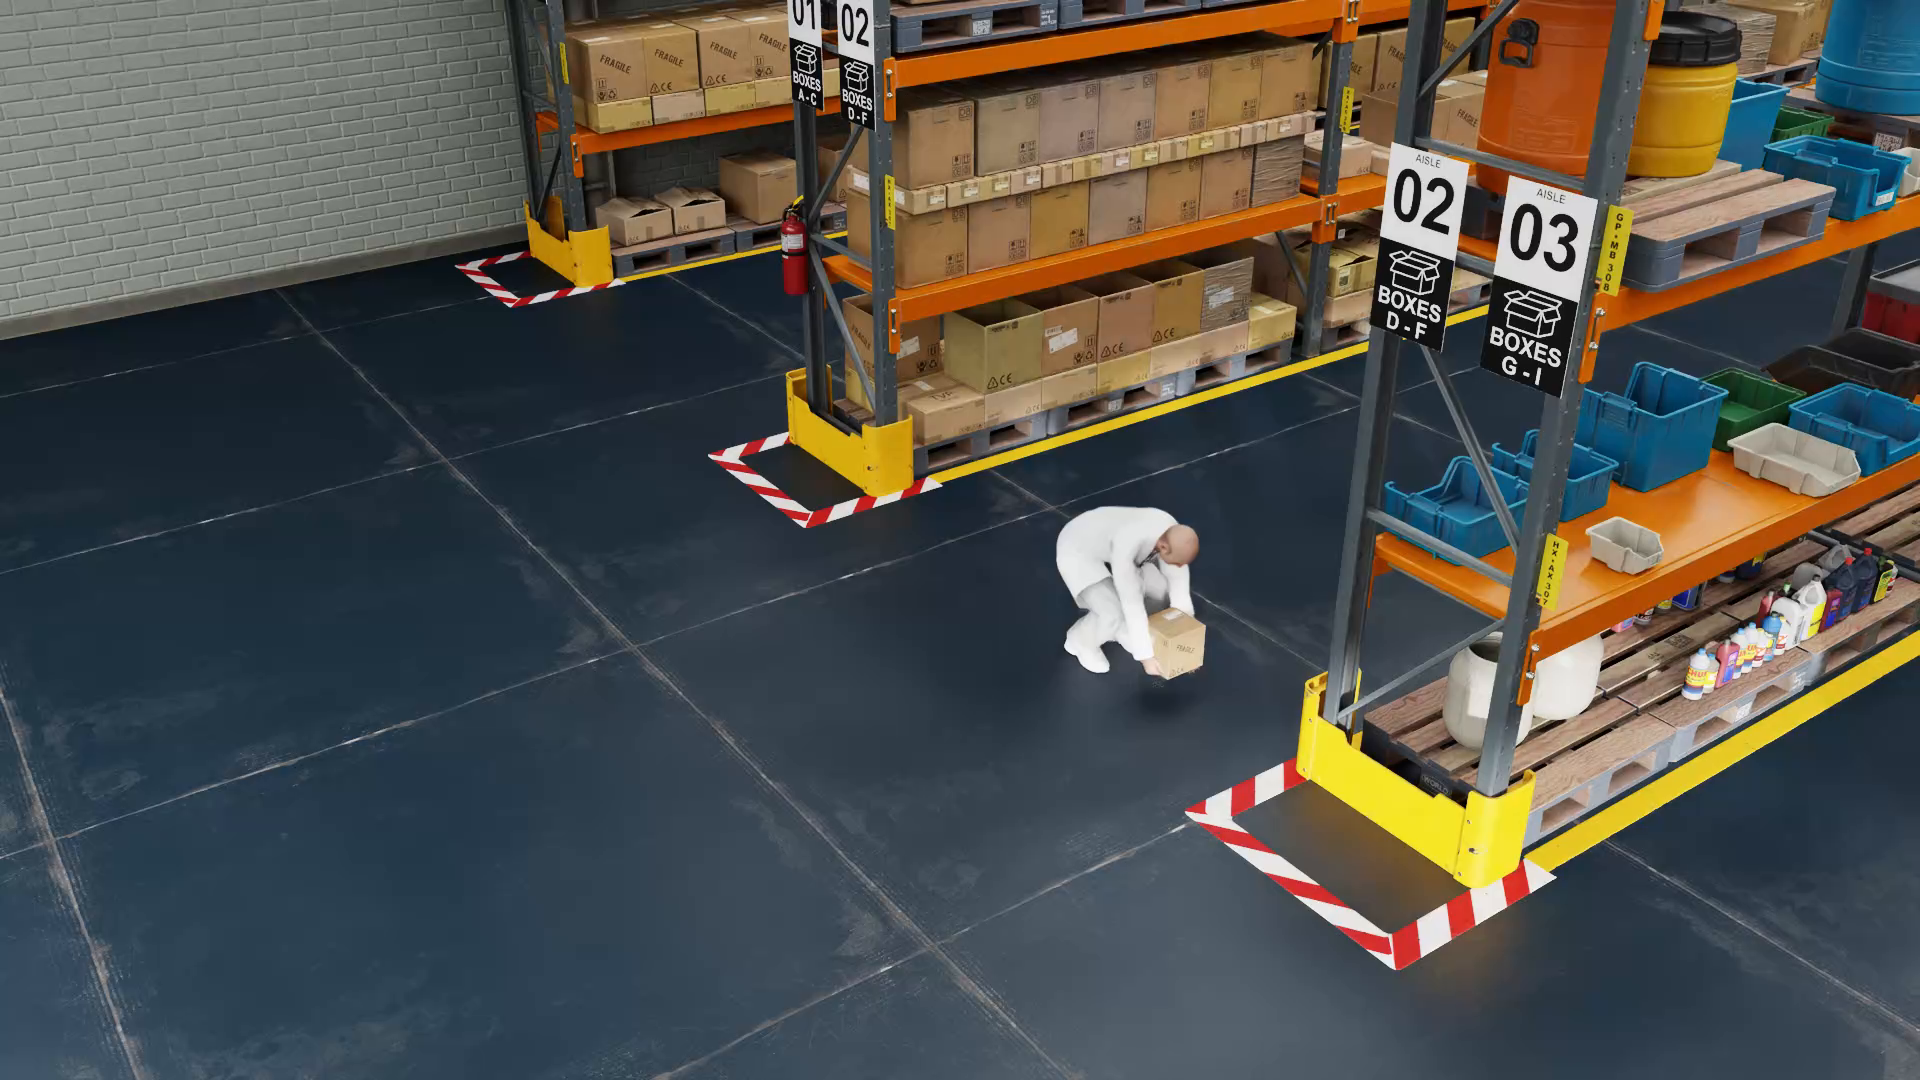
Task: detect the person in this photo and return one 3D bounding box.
[{"bbox_3d":[0.910,0.266,8.999,0.589,0.971,0.942,-20,34,-32],"label":"person"}]
